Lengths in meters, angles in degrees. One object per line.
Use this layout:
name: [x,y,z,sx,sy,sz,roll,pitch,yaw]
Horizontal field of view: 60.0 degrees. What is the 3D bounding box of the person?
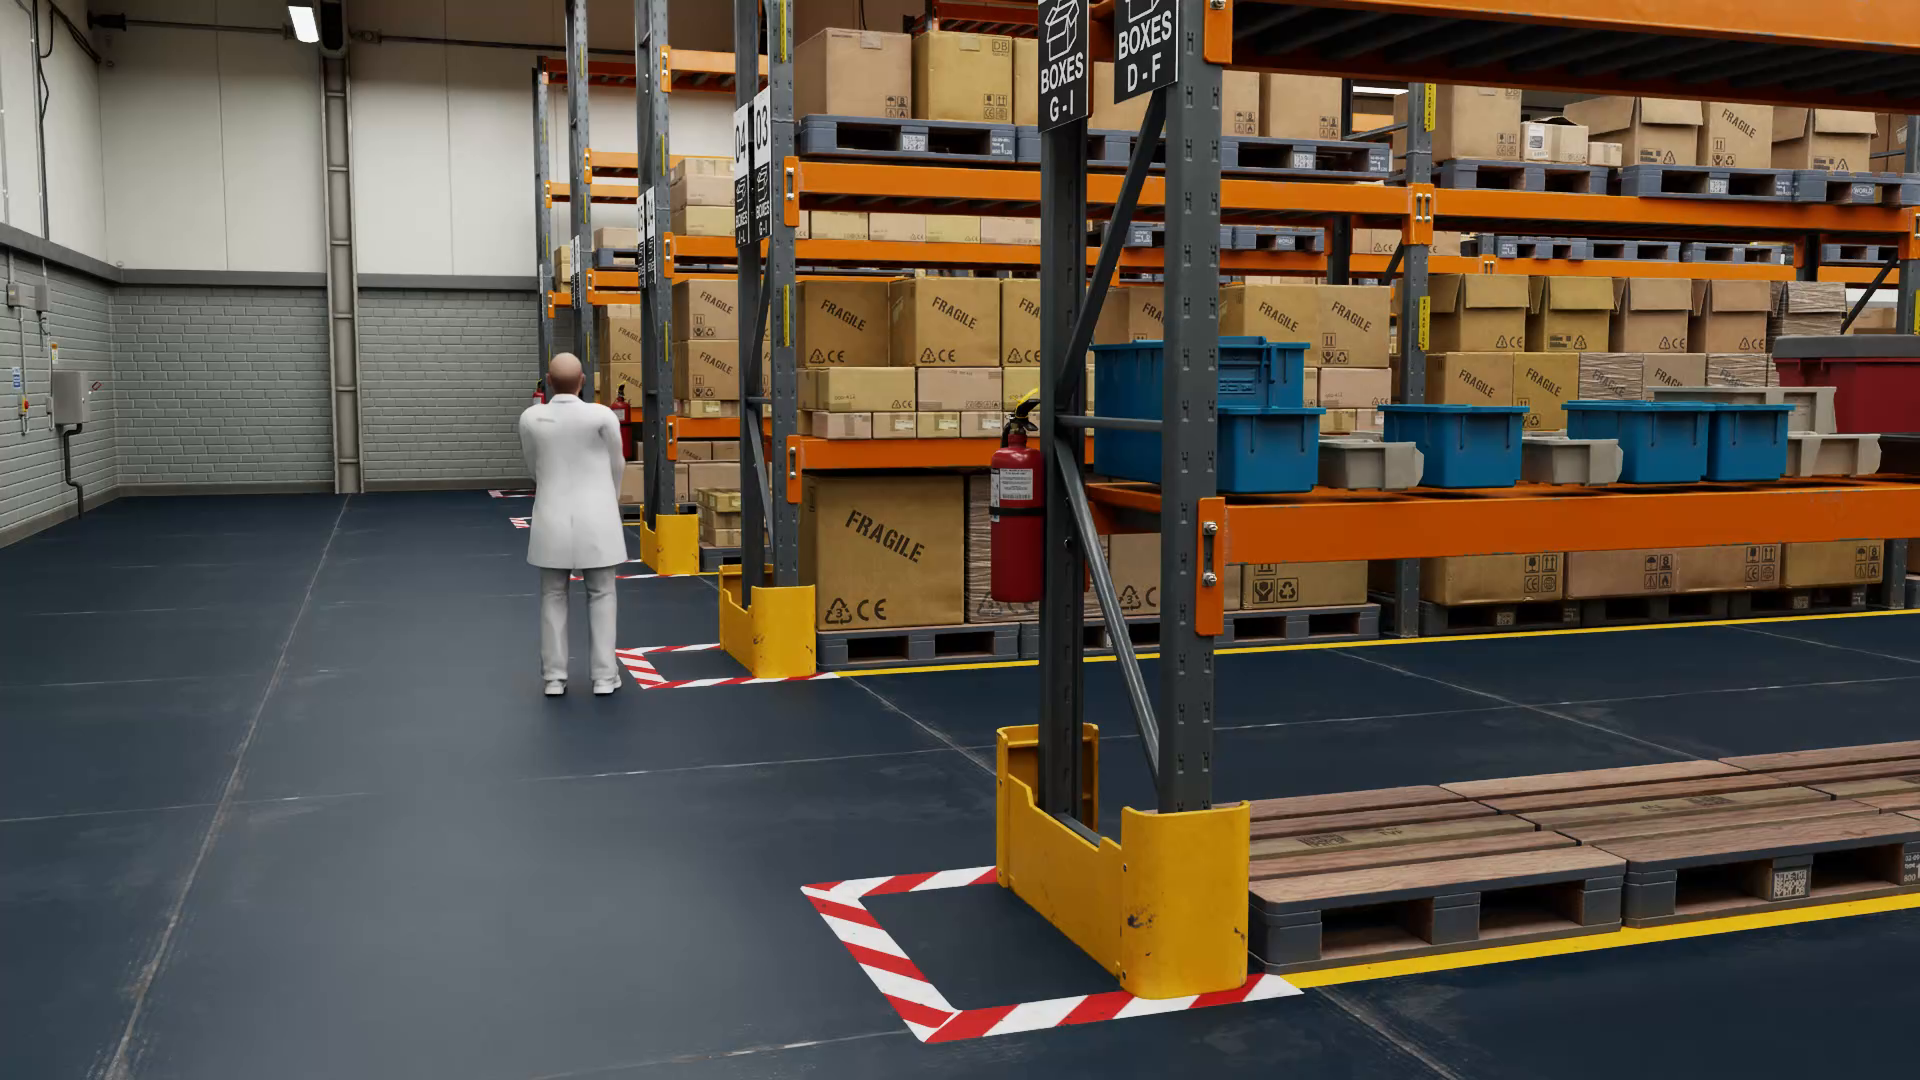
person: [-2.013,-0.095,8.757,0.530,1.770,0.563,0,6,-4]
